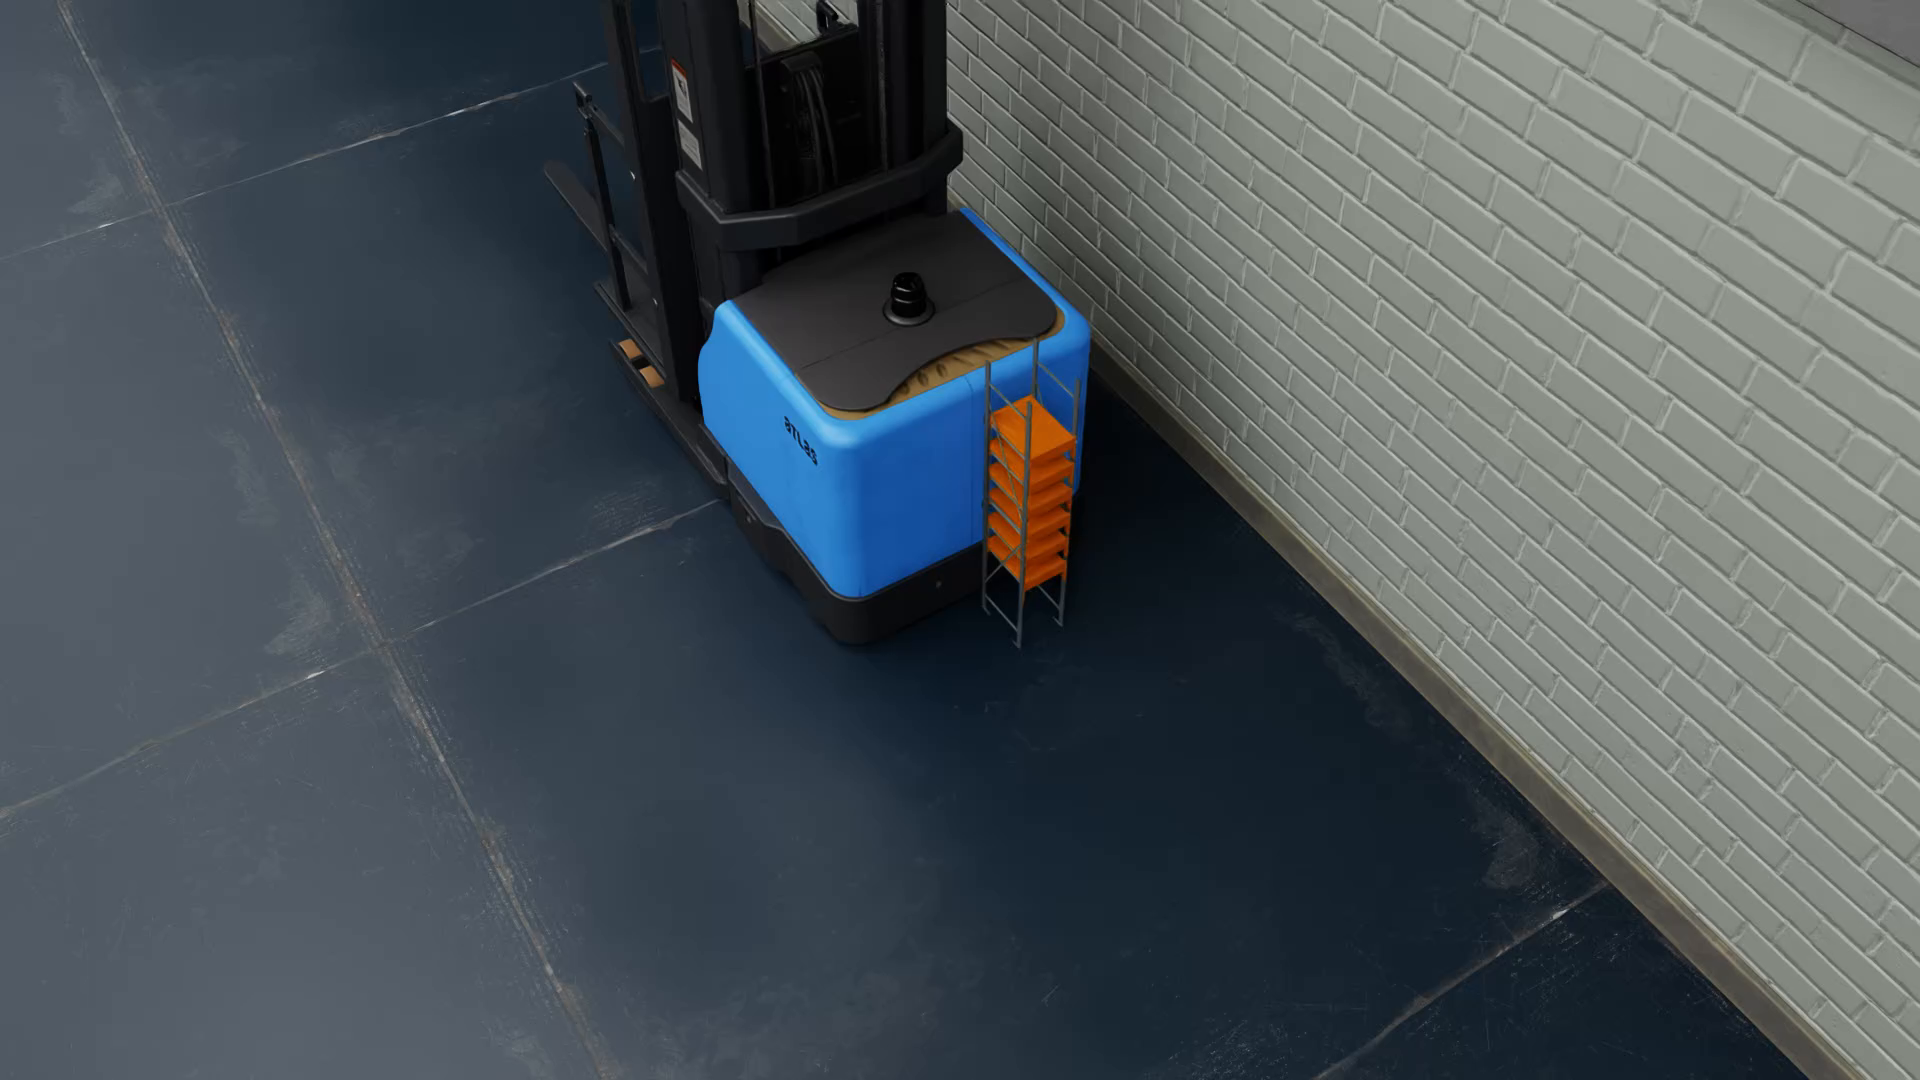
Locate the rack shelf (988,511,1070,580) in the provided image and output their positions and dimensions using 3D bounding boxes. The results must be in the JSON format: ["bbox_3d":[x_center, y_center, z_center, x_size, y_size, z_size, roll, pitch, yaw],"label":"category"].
[{"bbox_3d":[0.224,-0.012,5.678,0.180,0.103,0.258,-27,54,-22],"label":"rack shelf"}]

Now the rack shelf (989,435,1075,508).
[{"bbox_3d":[0.224,-0.252,5.409,0.180,0.103,0.258,-27,54,-22],"label":"rack shelf"}]

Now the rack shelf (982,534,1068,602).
[{"bbox_3d":[0.224,0.068,5.767,0.180,0.103,0.258,-27,54,-22],"label":"rack shelf"}]

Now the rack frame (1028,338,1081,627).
[{"bbox_3d":[0.300,-0.160,5.589,0.006,1.200,0.240,-27,54,-22],"label":"rack frame"}]

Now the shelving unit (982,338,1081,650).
[{"bbox_3d":[0.224,-0.122,5.555,0.189,1.200,0.258,-27,54,-22],"label":"shelving unit"}]

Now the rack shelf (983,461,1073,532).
[{"bbox_3d":[0.224,-0.172,5.498,0.180,0.103,0.258,-27,54,-22],"label":"rack shelf"}]

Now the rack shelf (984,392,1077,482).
[{"bbox_3d":[0.224,-0.331,5.319,0.180,0.103,0.258,-27,54,-22],"label":"rack shelf"}]

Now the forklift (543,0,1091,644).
[{"bbox_3d":[-0.770,-1.693,5.795,1.130,2.935,3.031,-26,53,-21],"label":"forklift"}]

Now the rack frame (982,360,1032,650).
[{"bbox_3d":[0.148,-0.083,5.521,0.006,1.200,0.240,-27,54,-22],"label":"rack frame"}]

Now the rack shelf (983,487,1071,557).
[{"bbox_3d":[0.224,-0.092,5.588,0.180,0.103,0.258,-27,54,-22],"label":"rack shelf"}]
